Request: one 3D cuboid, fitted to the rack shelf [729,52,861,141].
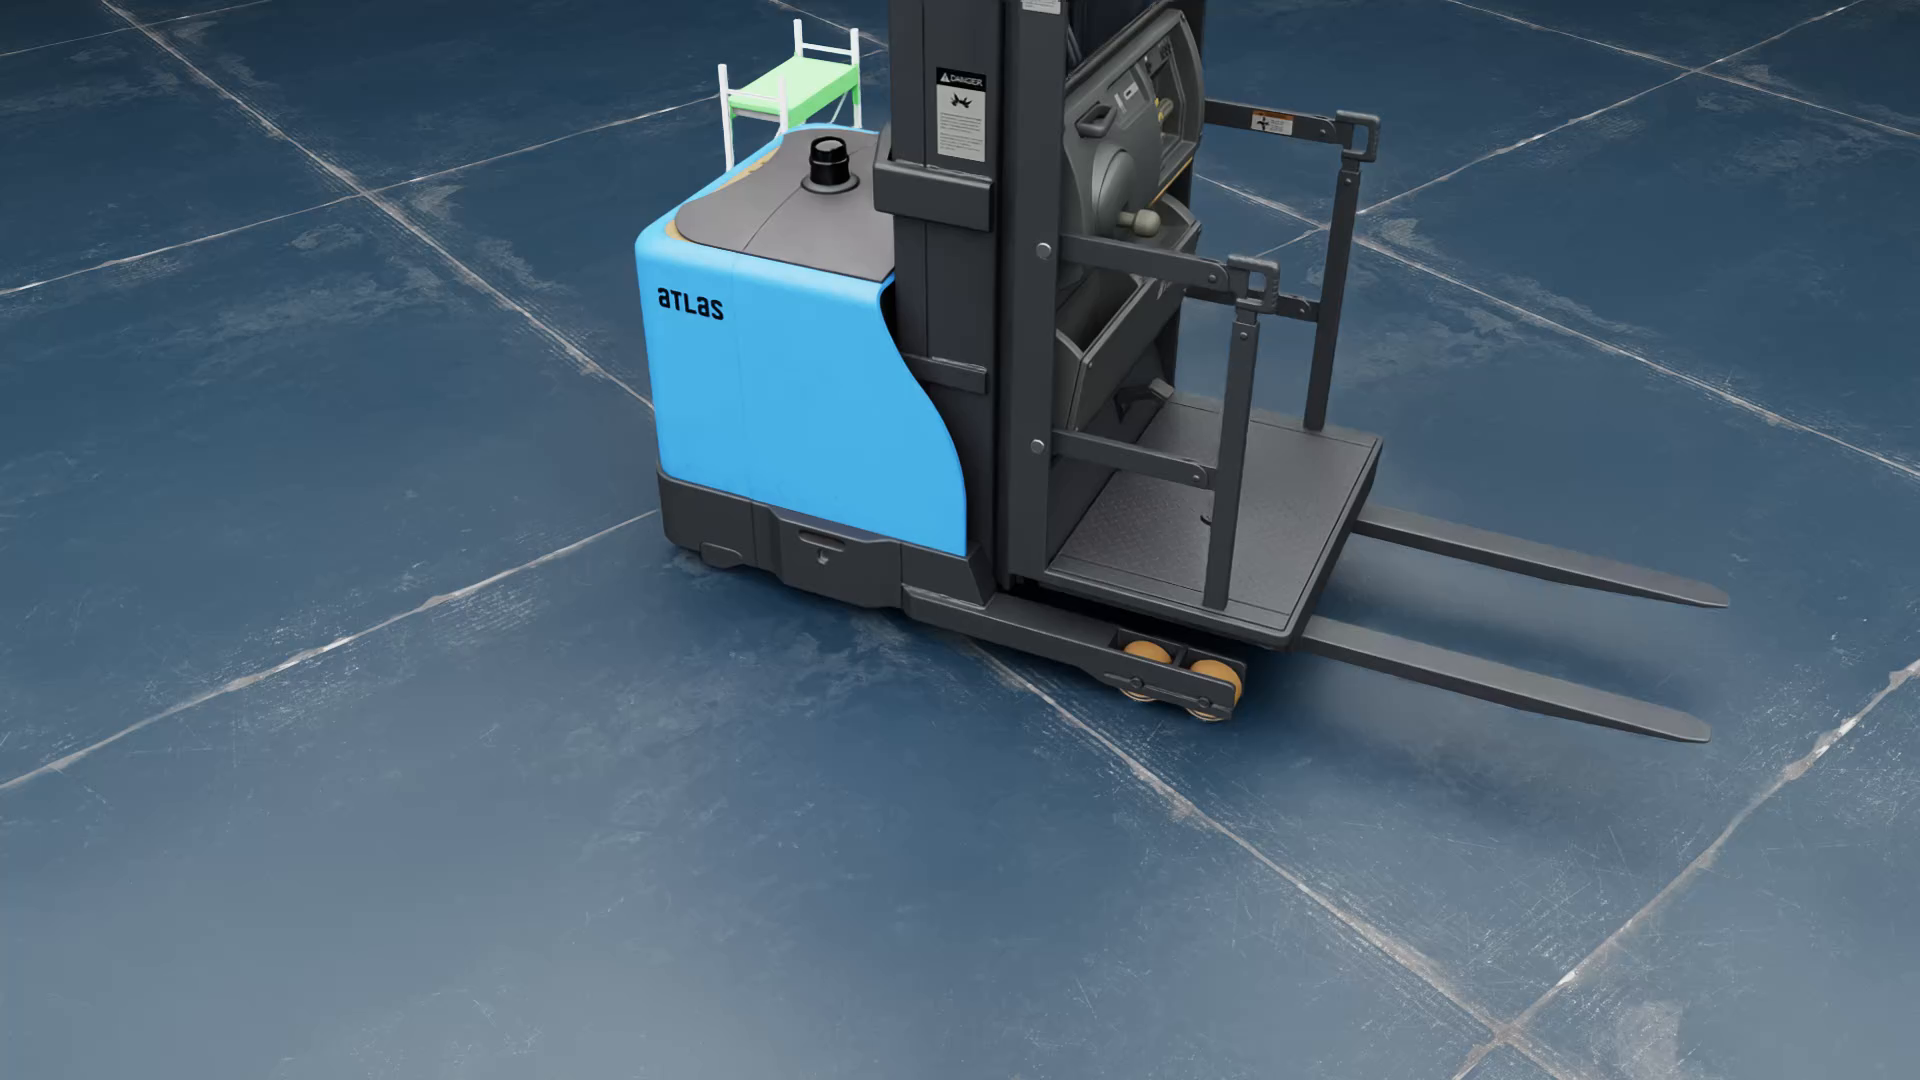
[{"bbox_3d":[-0.558,-1.469,5.567,0.258,0.148,0.480,15,38,20],"label":"rack shelf"}]

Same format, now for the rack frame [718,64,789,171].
[{"bbox_3d":[-0.661,-1.002,5.627,0.240,1.200,0.015,15,38,20],"label":"rack frame"}]

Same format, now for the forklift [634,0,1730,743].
[{"bbox_3d":[0.639,-1.052,4.200,3.031,2.935,1.130,15,38,20],"label":"forklift"}]

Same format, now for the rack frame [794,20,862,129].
[{"bbox_3d":[-0.456,-1.258,5.988,0.240,1.200,0.015,15,38,20],"label":"rack frame"}]

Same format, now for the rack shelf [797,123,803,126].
[{"bbox_3d":[-0.558,-1.274,5.705,0.258,0.148,0.480,15,38,20],"label":"rack shelf"}]

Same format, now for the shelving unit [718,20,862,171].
[{"bbox_3d":[-0.558,-1.130,5.807,0.258,1.200,0.503,15,38,20],"label":"shelving unit"}]
